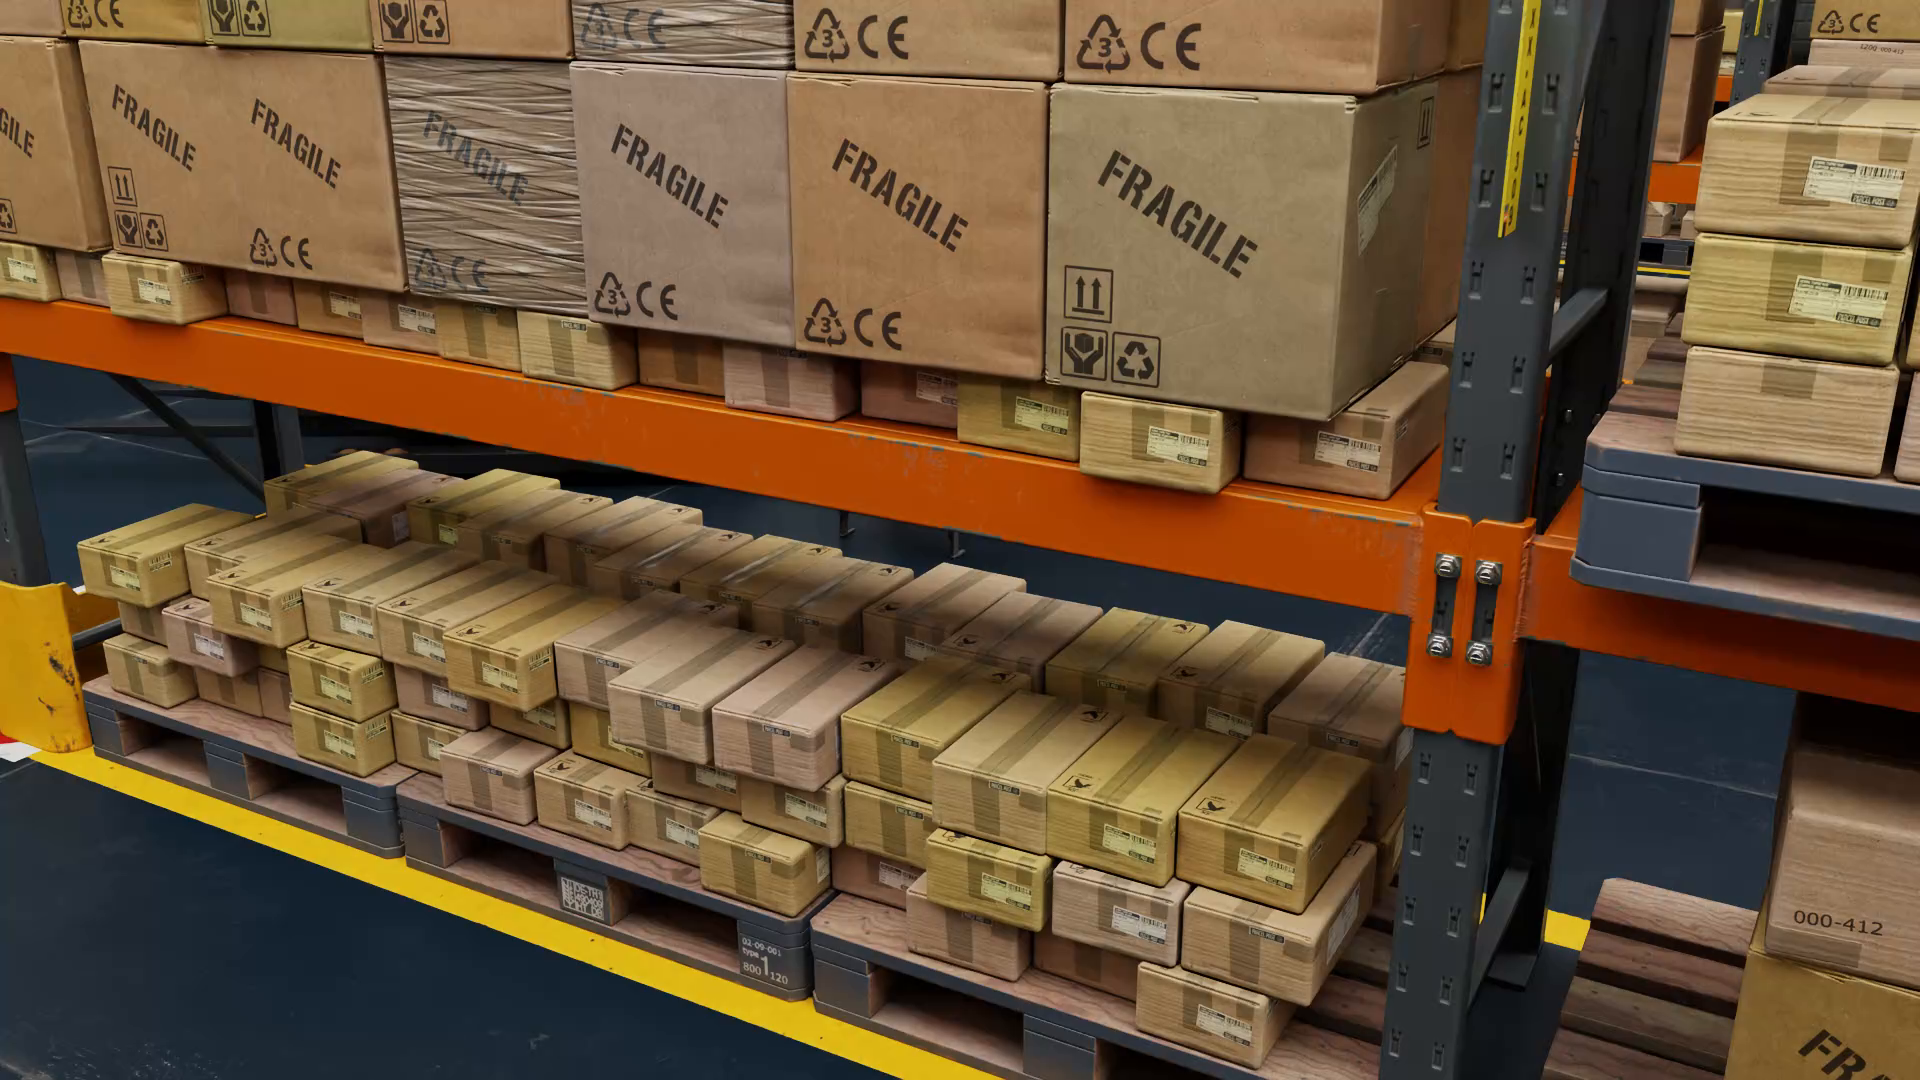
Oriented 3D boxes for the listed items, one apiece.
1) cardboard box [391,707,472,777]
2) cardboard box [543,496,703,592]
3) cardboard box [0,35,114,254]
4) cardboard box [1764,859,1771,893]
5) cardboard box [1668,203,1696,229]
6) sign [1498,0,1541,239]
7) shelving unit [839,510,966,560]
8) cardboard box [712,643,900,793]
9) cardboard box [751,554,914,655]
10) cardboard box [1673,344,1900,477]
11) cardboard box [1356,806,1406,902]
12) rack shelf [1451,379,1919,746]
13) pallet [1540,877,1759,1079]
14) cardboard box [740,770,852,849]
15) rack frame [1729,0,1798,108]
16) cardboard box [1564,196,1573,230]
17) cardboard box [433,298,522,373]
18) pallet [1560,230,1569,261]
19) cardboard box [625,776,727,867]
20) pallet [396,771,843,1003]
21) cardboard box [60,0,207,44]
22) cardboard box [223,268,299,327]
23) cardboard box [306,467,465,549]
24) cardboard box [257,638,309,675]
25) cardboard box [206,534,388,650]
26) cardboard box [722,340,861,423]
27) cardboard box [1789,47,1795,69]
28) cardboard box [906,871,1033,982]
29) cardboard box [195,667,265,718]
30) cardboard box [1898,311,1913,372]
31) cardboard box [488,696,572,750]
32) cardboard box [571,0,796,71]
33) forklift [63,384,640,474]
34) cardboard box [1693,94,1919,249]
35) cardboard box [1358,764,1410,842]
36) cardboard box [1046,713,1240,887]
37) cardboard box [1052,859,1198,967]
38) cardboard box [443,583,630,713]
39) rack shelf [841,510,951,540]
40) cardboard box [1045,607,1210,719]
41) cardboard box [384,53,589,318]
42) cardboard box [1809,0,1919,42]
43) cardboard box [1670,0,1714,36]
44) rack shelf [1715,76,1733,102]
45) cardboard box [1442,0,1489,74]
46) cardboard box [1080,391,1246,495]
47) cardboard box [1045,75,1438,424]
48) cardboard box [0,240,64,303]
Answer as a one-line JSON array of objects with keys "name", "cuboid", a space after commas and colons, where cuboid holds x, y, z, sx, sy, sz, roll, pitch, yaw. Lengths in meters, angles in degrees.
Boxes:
[{"name": "cardboard box", "cuboid": [-1.220, 0.459, 4.265, 0.250, 0.149, 0.380, 11, 23, 27]}, {"name": "cardboard box", "cuboid": [-0.927, 0.016, 4.613, 0.250, 0.149, 0.380, 12, 23, 29]}, {"name": "cardboard box", "cuboid": [-2.192, -1.043, 4.260, 0.500, 0.500, 0.500, 12, 23, 30]}, {"name": "cardboard box", "cuboid": [1.812, 0.678, 3.148, 0.500, 0.500, 0.500, 10, 22, 26]}, {"name": "cardboard box", "cuboid": [5.325, -2.431, 11.994, 0.500, 0.311, 0.500, 12, 23, 29]}, {"name": "sign", "cuboid": [0.785, -0.592, 2.330, 0.005, 0.325, 0.100, 11, 23, 27]}, {"name": "shelving unit", "cuboid": [-0.145, -1.015, 6.083, 0.503, 2.100, 0.431, 11, 23, 27]}, {"name": "cardboard box", "cuboid": [-0.328, 0.379, 3.613, 0.250, 0.149, 0.380, 10, 22, 25]}, {"name": "cardboard box", "cuboid": [-0.312, 0.181, 4.159, 0.250, 0.149, 0.380, 10, 22, 25]}, {"name": "cardboard box", "cuboid": [1.163, -0.225, 2.339, 0.250, 0.149, 0.380, 10, 22, 25]}, {"name": "cardboard box", "cuboid": [0.882, 0.638, 3.771, 0.250, 0.149, 0.380, 10, 22, 25]}, {"name": "rack shelf", "cuboid": [2.789, 0.323, 2.132, 4.000, 0.370, 1.077, 11, 23, 27]}, {"name": "pallet", "cuboid": [1.723, 1.092, 3.046, 1.213, 0.211, 1.003, 11, 23, 27]}, {"name": "cardboard box", "cuboid": [-0.275, 0.509, 3.692, 0.250, 0.149, 0.380, 11, 23, 29]}, {"name": "rack frame", "cuboid": [3.369, -1.839, 7.035, 0.127, 3.000, 1.000, 11, 23, 27]}, {"name": "cardboard box", "cuboid": [4.415, -2.548, 12.041, 0.500, 0.500, 0.700, 10, 22, 25]}, {"name": "cardboard box", "cuboid": [-0.939, -0.500, 3.712, 0.250, 0.149, 0.380, 12, 23, 29]}, {"name": "pallet", "cuboid": [4.118, -2.323, 12.460, 1.213, 0.211, 1.003, 11, 23, 27]}, {"name": "cardboard box", "cuboid": [-0.564, 0.595, 3.890, 0.250, 0.149, 0.380, 11, 23, 28]}, {"name": "pallet", "cuboid": [-0.630, 0.659, 4.239, 1.213, 0.211, 1.003, 11, 23, 27]}, {"name": "cardboard box", "cuboid": [-1.743, -1.435, 3.872, 0.500, 0.500, 0.500, 12, 23, 29]}, {"name": "cardboard box", "cuboid": [-1.582, -0.651, 4.129, 0.250, 0.149, 0.380, 12, 23, 30]}, {"name": "cardboard box", "cuboid": [-1.672, -0.079, 4.876, 0.250, 0.149, 0.380, 11, 23, 28]}, {"name": "cardboard box", "cuboid": [-1.649, 0.230, 4.461, 0.250, 0.149, 0.380, 11, 23, 28]}, {"name": "cardboard box", "cuboid": [-1.701, 0.128, 4.306, 0.250, 0.149, 0.380, 11, 23, 27]}, {"name": "cardboard box", "cuboid": [-0.268, -0.367, 3.346, 0.250, 0.149, 0.380, 10, 22, 25]}, {"name": "cardboard box", "cuboid": [5.626, -3.336, 11.532, 0.250, 0.149, 0.380, 11, 23, 27]}, {"name": "cardboard box", "cuboid": [0.086, 0.738, 3.497, 0.250, 0.149, 0.380, 10, 22, 26]}, {"name": "cardboard box", "cuboid": [-1.879, 0.331, 4.619, 0.250, 0.149, 0.380, 11, 23, 27]}, {"name": "cardboard box", "cuboid": [1.713, -0.377, 2.759, 0.250, 0.149, 0.380, 11, 23, 28]}, {"name": "cardboard box", "cuboid": [-0.943, 0.353, 4.121, 0.250, 0.149, 0.380, 12, 23, 30]}, {"name": "cardboard box", "cuboid": [-0.393, -1.176, 3.160, 0.500, 0.500, 0.500, 11, 23, 29]}, {"name": "forklift", "cuboid": [-2.287, -1.773, 6.954, 3.031, 2.935, 1.130, -1, 20, -2]}, {"name": "cardboard box", "cuboid": [1.163, -0.505, 2.238, 0.250, 0.149, 0.380, 12, 23, 30]}, {"name": "cardboard box", "cuboid": [0.883, 0.499, 3.719, 0.250, 0.149, 0.380, 12, 23, 30]}, {"name": "cardboard box", "cuboid": [0.363, 0.503, 3.273, 0.250, 0.149, 0.380, 11, 23, 28]}, {"name": "cardboard box", "cuboid": [0.371, 0.656, 3.287, 0.250, 0.149, 0.380, 10, 22, 25]}, {"name": "cardboard box", "cuboid": [-0.999, 0.251, 3.967, 0.250, 0.149, 0.380, 11, 23, 28]}, {"name": "rack shelf", "cuboid": [-0.145, -0.344, 6.326, 0.480, 0.518, 0.431, 11, 23, 27]}, {"name": "cardboard box", "cuboid": [0.387, 0.305, 3.818, 0.250, 0.149, 0.380, 10, 22, 27]}, {"name": "cardboard box", "cuboid": [-0.843, -0.794, 3.572, 0.500, 0.500, 0.500, 10, 22, 26]}, {"name": "cardboard box", "cuboid": [3.613, -2.197, 6.410, 0.500, 0.500, 0.500, 11, 23, 28]}, {"name": "cardboard box", "cuboid": [2.822, -2.352, 6.837, 0.500, 0.500, 0.500, 11, 22, 27]}, {"name": "rack shelf", "cuboid": [4.040, -3.311, 12.150, 4.000, 0.370, 1.077, 11, 23, 27]}, {"name": "cardboard box", "cuboid": [0.768, -1.153, 3.095, 0.500, 0.500, 0.500, 11, 23, 29]}, {"name": "cardboard box", "cuboid": [0.401, -0.218, 2.937, 0.250, 0.149, 0.380, 10, 22, 26]}, {"name": "cardboard box", "cuboid": [0.483, -0.531, 2.848, 0.500, 0.500, 0.500, 11, 23, 27]}, {"name": "cardboard box", "cuboid": [-2.326, -0.744, 4.385, 0.250, 0.149, 0.380, 11, 22, 27]}]
